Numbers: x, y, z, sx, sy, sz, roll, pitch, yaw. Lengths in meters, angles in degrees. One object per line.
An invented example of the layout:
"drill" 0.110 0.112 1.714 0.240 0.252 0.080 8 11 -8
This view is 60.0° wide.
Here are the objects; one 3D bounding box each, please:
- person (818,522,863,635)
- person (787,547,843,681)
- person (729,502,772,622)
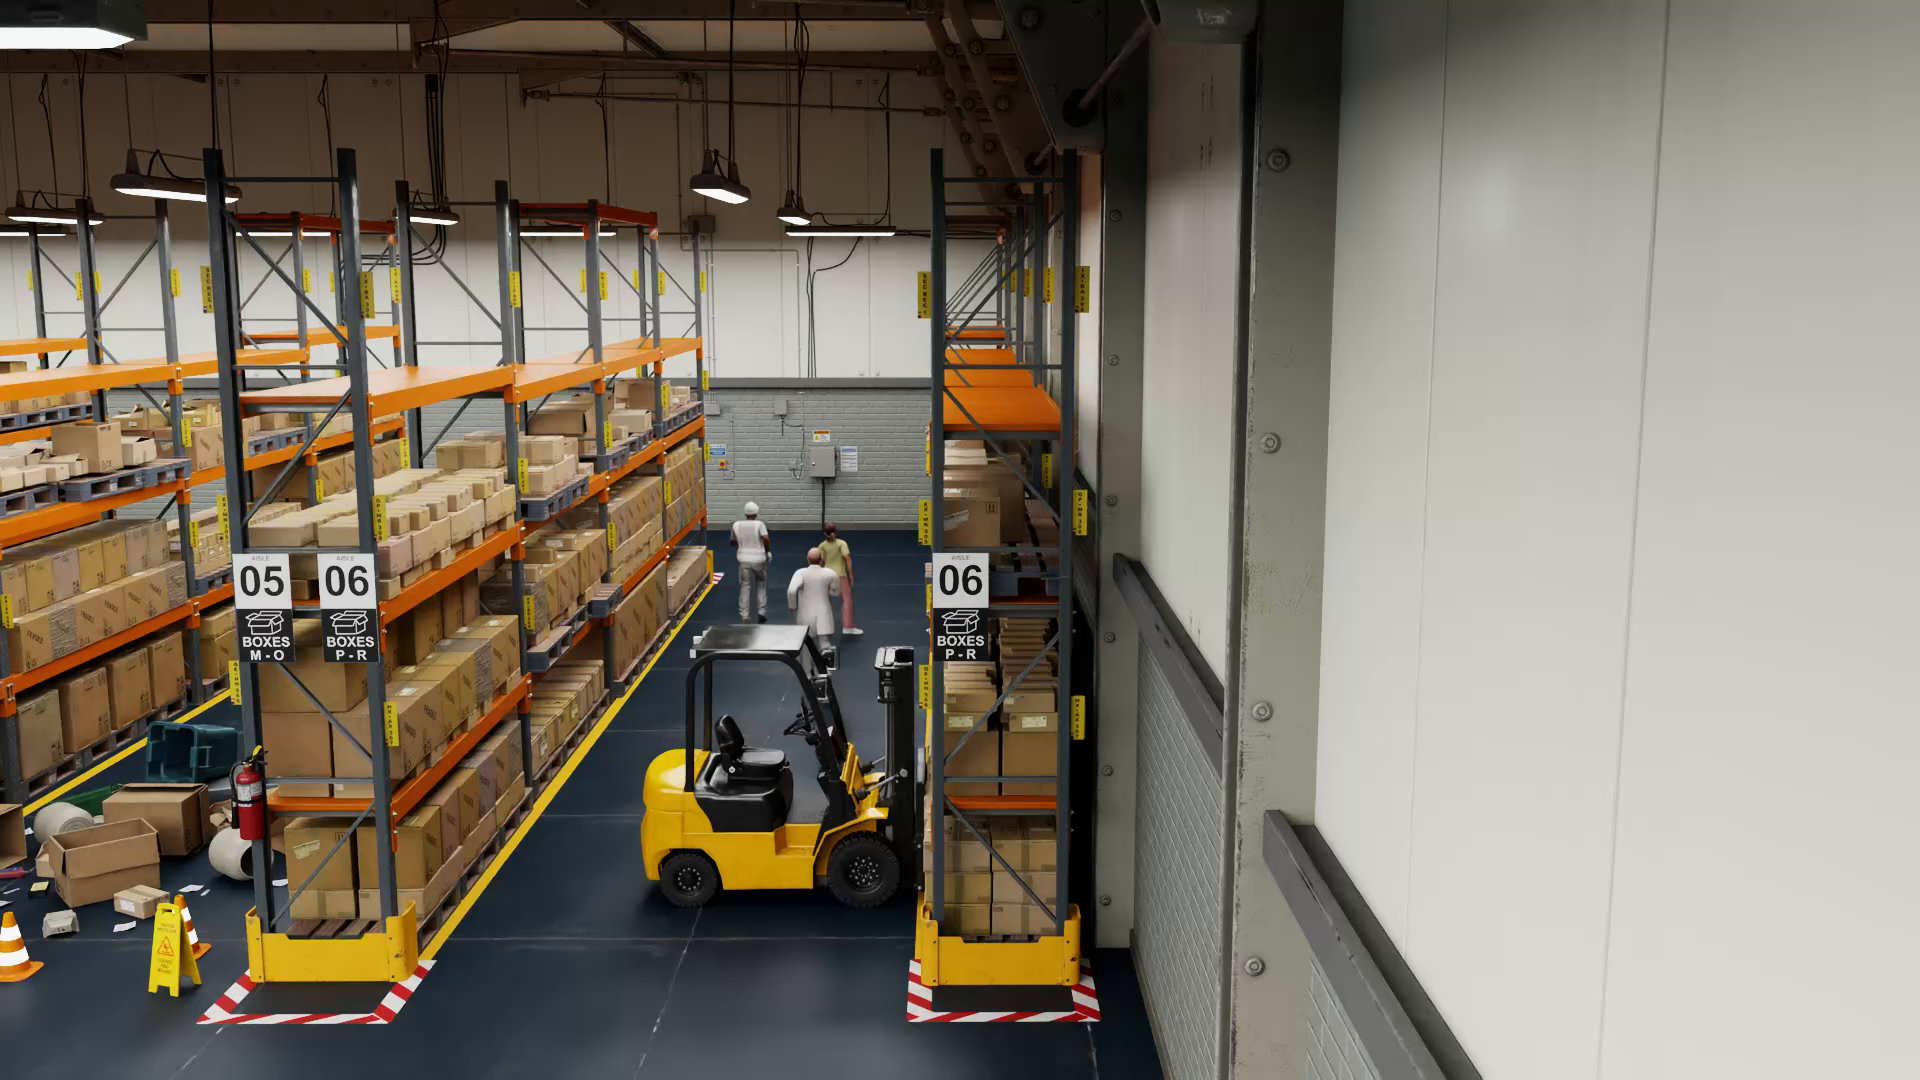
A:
"person" -1.727 0.559 23.923 0.789 1.615 0.707 2 9 14
"person" -1.815 0.956 20.782 0.716 1.752 1.063 -2 9 -12
"person" -3.094 0.356 24.572 0.657 1.840 0.802 0 9 2
